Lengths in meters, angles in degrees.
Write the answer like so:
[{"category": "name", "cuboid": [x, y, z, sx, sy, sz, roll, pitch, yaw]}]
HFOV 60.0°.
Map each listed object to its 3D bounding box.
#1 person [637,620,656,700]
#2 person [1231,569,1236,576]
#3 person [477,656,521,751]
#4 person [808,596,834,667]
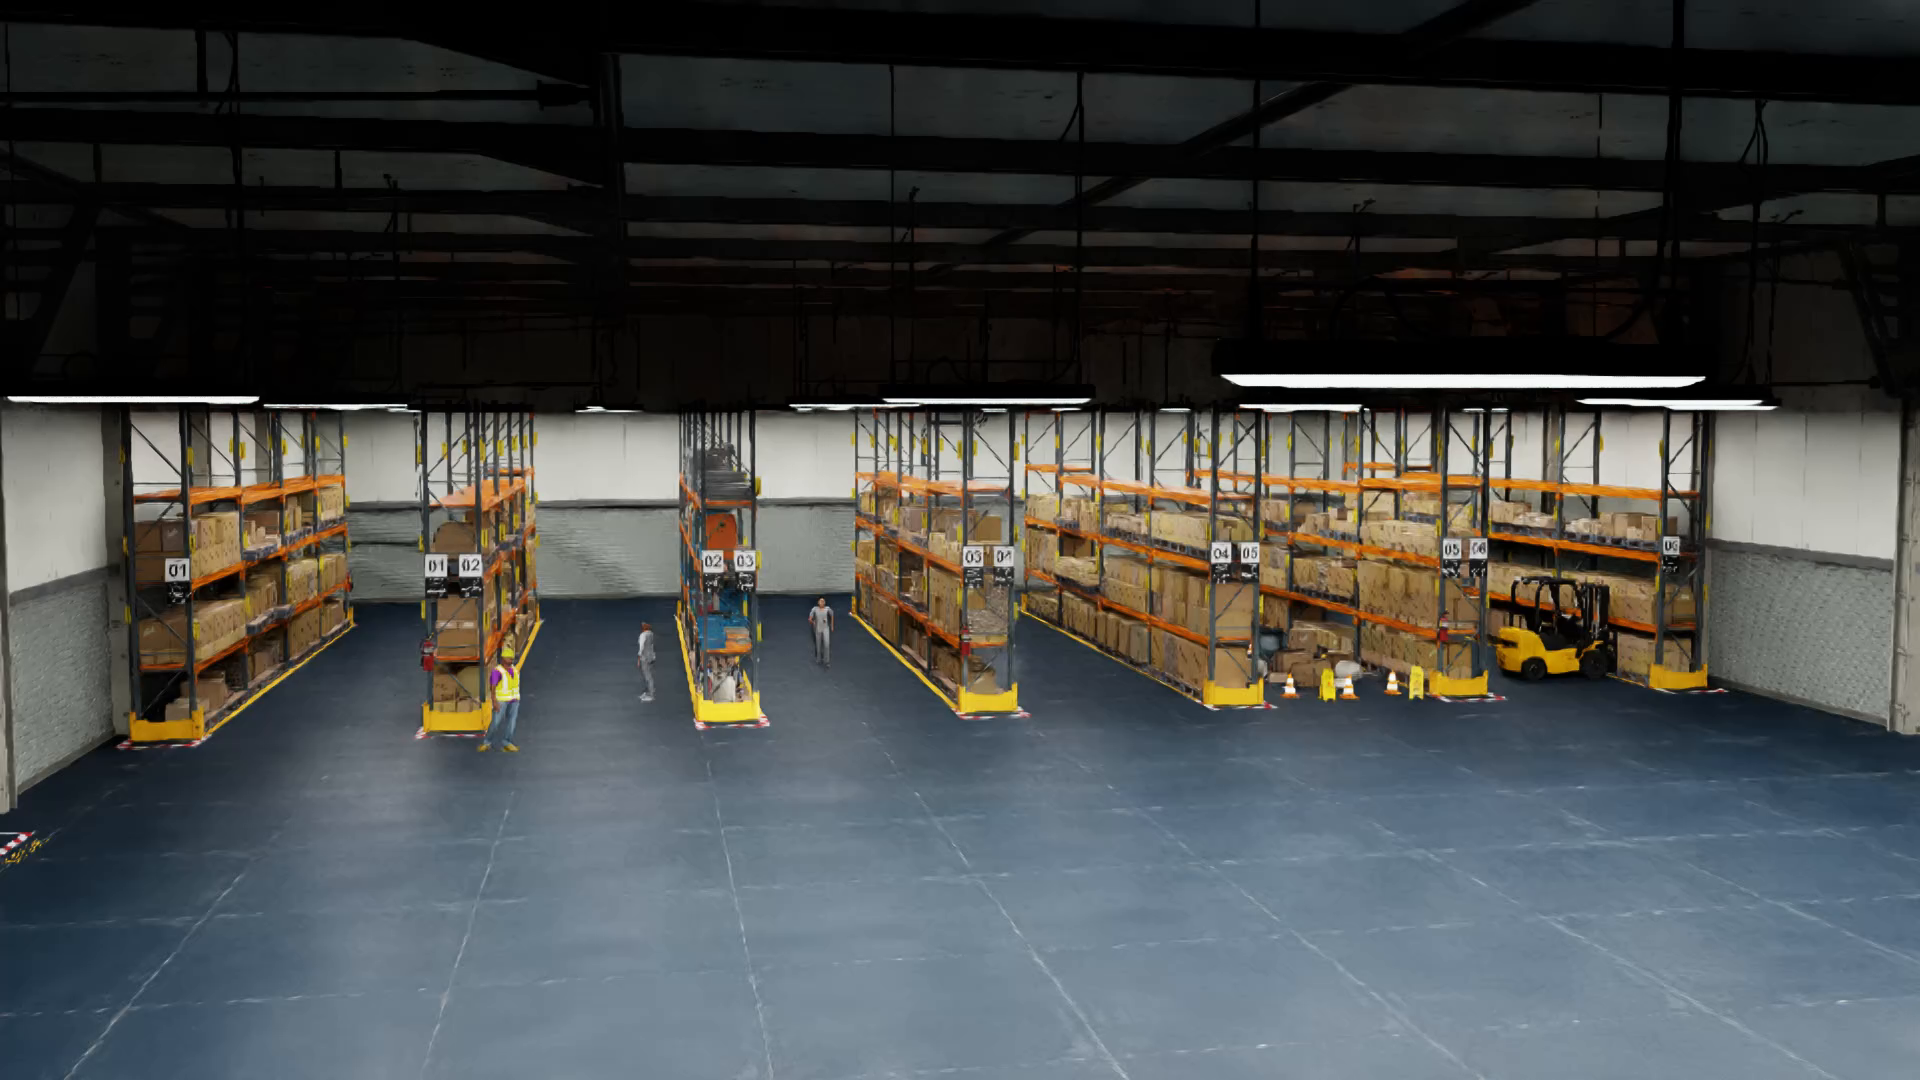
[{"category": "person", "cuboid": [-6.293, 2.399, 33.384, 0.498, 1.597, 0.501, 2, 5, 20]}, {"category": "person", "cuboid": [6.988, 1.584, 42.697, 0.452, 1.682, 0.643, 1, 4, 11]}, {"category": "person", "cuboid": [-7.831, 2.736, 28.228, 0.502, 1.723, 0.747, 3, 5, 36]}, {"category": "person", "cuboid": [-3.166, 2.056, 37.974, 0.589, 1.600, 0.820, 0, 4, -6]}]
